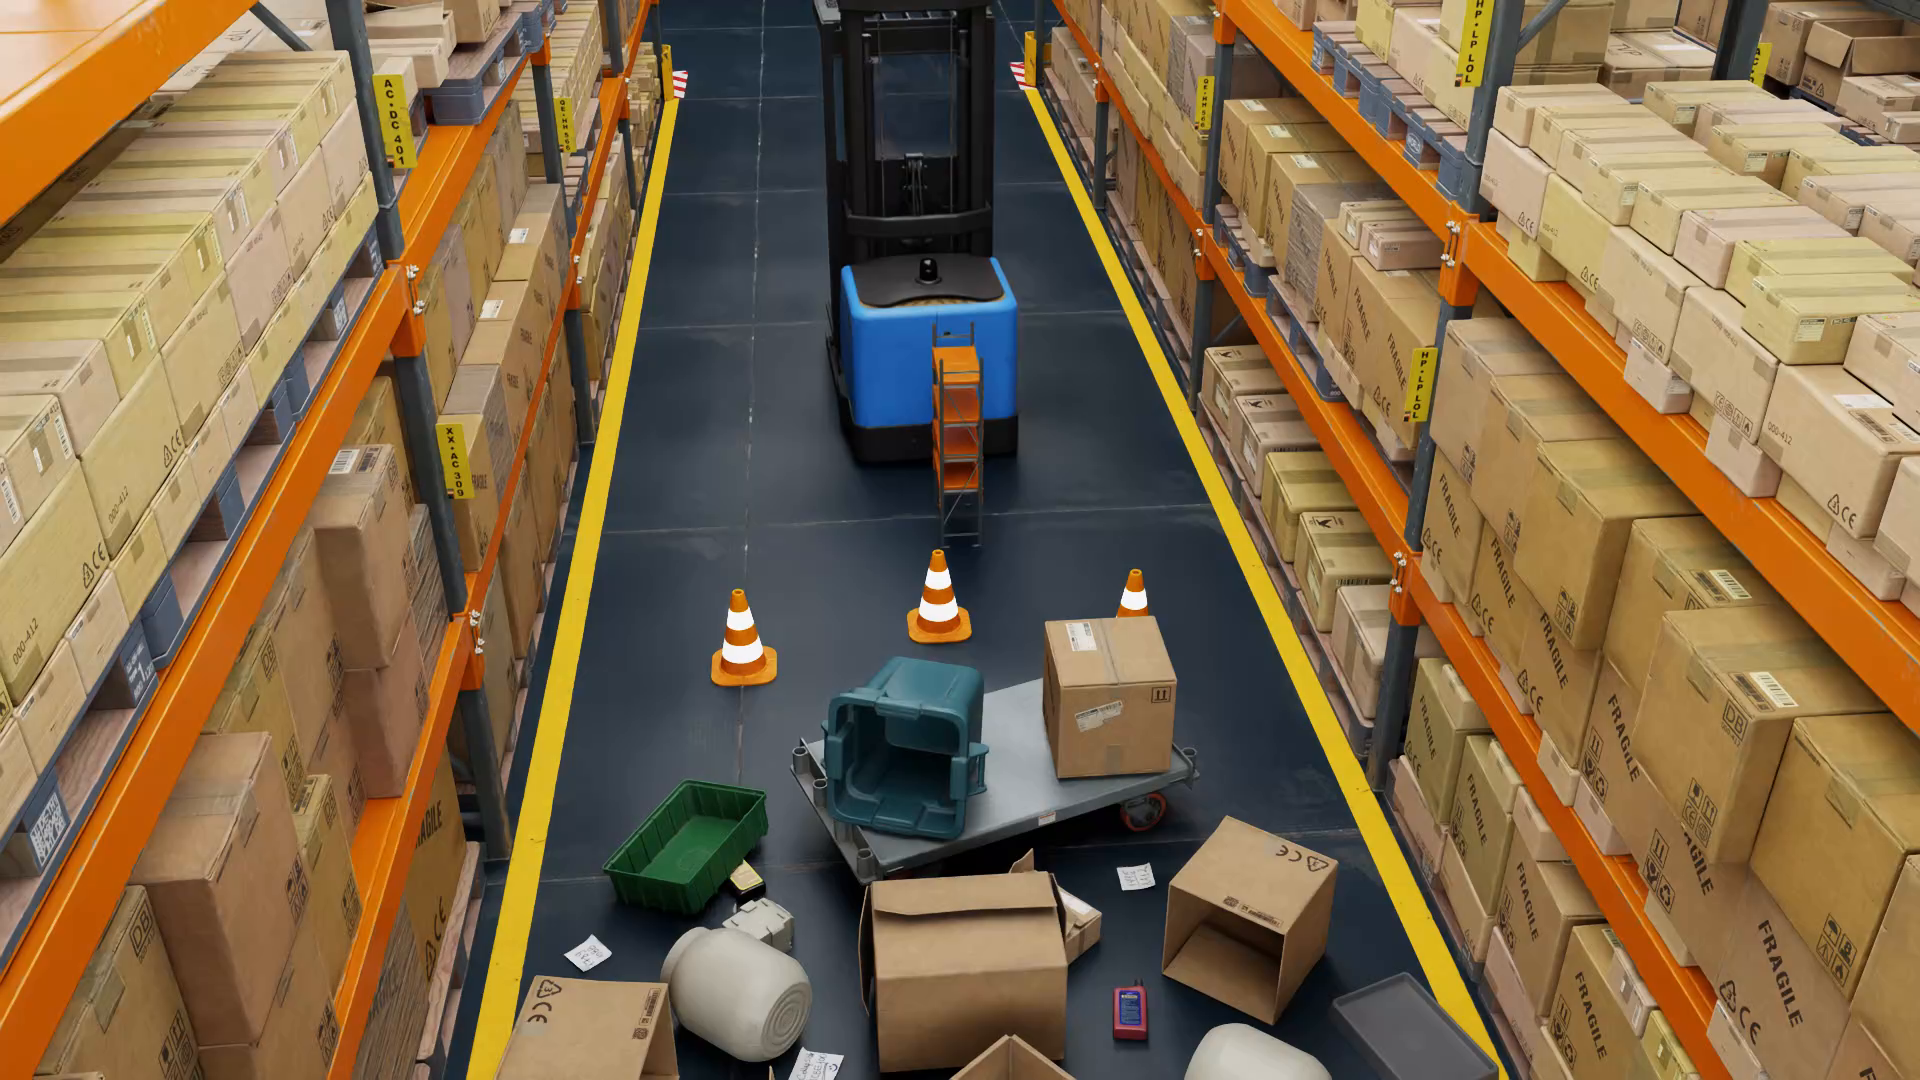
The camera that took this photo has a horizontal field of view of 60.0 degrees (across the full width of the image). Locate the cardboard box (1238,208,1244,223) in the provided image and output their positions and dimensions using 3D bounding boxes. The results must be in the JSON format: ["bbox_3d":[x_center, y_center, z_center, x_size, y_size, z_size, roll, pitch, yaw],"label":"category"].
[{"bbox_3d":[1.885,-1.952,9.929,0.380,0.149,0.250,-5,31,-8],"label":"cardboard box"}]

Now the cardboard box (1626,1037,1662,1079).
[{"bbox_3d":[2.407,1.899,5.186,0.500,0.500,0.500,-2,31,-3],"label":"cardboard box"}]

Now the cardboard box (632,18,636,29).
[{"bbox_3d":[-3.118,-4.677,14.899,0.380,0.149,0.250,-1,31,-2],"label":"cardboard box"}]

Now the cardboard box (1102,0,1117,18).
[{"bbox_3d":[1.428,-4.477,13.247,0.500,0.500,0.500,-2,31,-4],"label":"cardboard box"}]

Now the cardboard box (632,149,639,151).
[{"bbox_3d":[-3.060,-3.372,14.841,0.380,0.149,0.250,-3,31,-5],"label":"cardboard box"}]

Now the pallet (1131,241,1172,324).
[{"bbox_3d":[1.937,-2.031,12.945,1.003,0.211,1.213,-3,31,-5],"label":"pallet"}]

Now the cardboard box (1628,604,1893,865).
[{"bbox_3d":[2.339,0.519,4.593,0.700,0.500,0.500,-3,31,-5],"label":"cardboard box"}]

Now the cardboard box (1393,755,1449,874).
[{"bbox_3d":[2.206,1.156,7.162,0.500,0.250,0.500,-4,31,-7],"label":"cardboard box"}]

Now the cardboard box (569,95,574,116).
[{"bbox_3d":[-2.820,-2.899,11.224,0.380,0.149,0.250,-3,31,-5],"label":"cardboard box"}]

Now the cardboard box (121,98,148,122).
[{"bbox_3d":[-2.803,-1.413,5.226,0.380,0.149,0.250,-2,31,-4],"label":"cardboard box"}]

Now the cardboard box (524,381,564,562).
[{"bbox_3d":[-2.820,-0.365,9.220,1.050,0.750,0.750,-2,31,-4],"label":"cardboard box"}]

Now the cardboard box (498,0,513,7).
[{"bbox_3d":[-2.476,-2.865,8.277,0.500,0.311,0.500,-3,31,-5],"label":"cardboard box"}]

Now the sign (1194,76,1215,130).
[{"bbox_3d":[1.494,-2.670,10.165,0.100,0.325,0.005,-3,31,-5],"label":"sign"}]

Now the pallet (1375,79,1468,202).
[{"bbox_3d":[2.468,-1.686,6.905,1.213,0.211,1.003,-3,31,-5],"label":"pallet"}]

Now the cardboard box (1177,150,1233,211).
[{"bbox_3d":[1.741,-2.382,10.959,0.500,0.250,0.500,-4,31,-6],"label":"cardboard box"}]

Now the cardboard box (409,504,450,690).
[{"bbox_3d":[-2.452,0.254,6.254,0.875,0.550,0.550,-3,31,-5],"label":"cardboard box"}]

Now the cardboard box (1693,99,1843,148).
[{"bbox_3d":[2.768,-1.400,5.711,0.380,0.149,0.250,-3,31,-6],"label":"cardboard box"}]

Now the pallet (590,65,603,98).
[{"bbox_3d":[-3.320,-3.475,12.829,1.003,0.211,1.213,-3,31,-5],"label":"pallet"}]

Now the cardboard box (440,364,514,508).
[{"bbox_3d":[-2.328,-0.452,7.484,0.500,0.500,0.500,-3,31,-4],"label":"cardboard box"}]

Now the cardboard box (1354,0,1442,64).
[{"bbox_3d":[2.132,-2.372,7.608,0.500,0.250,0.500,-2,31,-4],"label":"cardboard box"}]

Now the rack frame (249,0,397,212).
[{"bbox_3d":[-2.499,-2.445,5.068,1.000,3.000,0.127,-3,31,-5],"label":"rack frame"}]

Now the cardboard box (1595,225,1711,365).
[{"bbox_3d":[2.280,-0.753,5.016,0.500,0.250,0.500,-2,31,-4],"label":"cardboard box"}]

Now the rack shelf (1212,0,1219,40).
[{"bbox_3d":[1.859,-4.201,11.634,1.077,0.370,4.000,-3,31,-5],"label":"rack shelf"}]

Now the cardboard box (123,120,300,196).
[{"bbox_3d":[-2.078,-1.059,4.633,0.380,0.149,0.250,-2,31,-4],"label":"cardboard box"}]

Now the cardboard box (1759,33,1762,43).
[{"bbox_3d":[6.362,-3.878,13.038,0.396,0.266,0.258,-1,31,-2],"label":"cardboard box"}]

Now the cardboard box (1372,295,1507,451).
[{"bbox_3d":[2.148,-0.734,7.257,0.500,0.500,0.500,-3,31,-6],"label":"cardboard box"}]

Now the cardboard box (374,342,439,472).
[{"bbox_3d":[-2.551,-0.595,6.749,0.700,0.500,0.500,-3,31,-5],"label":"cardboard box"}]

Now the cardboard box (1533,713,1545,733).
[{"bbox_3d":[2.305,0.649,5.984,0.380,0.149,0.250,-3,31,-5],"label":"cardboard box"}]

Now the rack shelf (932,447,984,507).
[{"bbox_3d":[-0.015,-0.371,9.720,0.258,0.148,0.480,-3,31,-5],"label":"rack shelf"}]

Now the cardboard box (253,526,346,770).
[{"bbox_3d":[-2.418,0.350,5.040,0.875,0.550,0.550,-3,31,-5],"label":"cardboard box"}]

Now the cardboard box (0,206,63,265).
[{"bbox_3d":[-2.636,-0.666,4.364,0.500,0.250,0.500,-3,31,-5],"label":"cardboard box"}]

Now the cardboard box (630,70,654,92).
[{"bbox_3d":[-3.160,-4.423,16.020,0.380,0.149,0.250,-2,31,-3],"label":"cardboard box"}]

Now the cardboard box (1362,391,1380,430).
[{"bbox_3d":[2.090,-0.616,7.692,0.380,0.149,0.250,-4,31,-6],"label":"cardboard box"}]

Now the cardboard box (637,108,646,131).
[{"bbox_3d":[-3.118,-3.898,15.431,0.380,0.149,0.250,-3,31,-5],"label":"cardboard box"}]

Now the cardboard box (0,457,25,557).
[{"bbox_3d":[-1.886,-0.017,2.889,0.380,0.149,0.250,-3,31,-5],"label":"cardboard box"}]

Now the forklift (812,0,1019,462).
[{"bbox_3d":[-0.361,-2.486,11.053,1.130,2.935,3.031,-4,31,-7],"label":"forklift"}]

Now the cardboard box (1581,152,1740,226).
[{"bbox_3d":[2.192,-1.102,5.213,0.380,0.149,0.250,-3,31,-5],"label":"cardboard box"}]

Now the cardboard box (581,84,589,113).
[{"bbox_3d":[-2.887,-3.168,11.965,0.380,0.149,0.250,-1,31,-2],"label":"cardboard box"}]

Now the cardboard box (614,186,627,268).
[{"bbox_3d":[-2.879,-2.434,12.927,0.500,0.500,0.500,-3,31,-6],"label":"cardboard box"}]

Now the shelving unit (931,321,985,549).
[{"bbox_3d":[-0.015,-0.600,9.584,0.258,1.200,0.503,-3,31,-5],"label":"shelving unit"}]

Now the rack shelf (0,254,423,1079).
[{"bbox_3d":[-2.312,0.172,4.313,1.077,0.370,4.000,-3,31,-5],"label":"rack shelf"}]

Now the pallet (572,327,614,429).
[{"bbox_3d":[-2.944,-1.114,11.409,1.003,0.211,1.213,-3,31,-5],"label":"pallet"}]

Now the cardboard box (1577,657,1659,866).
[{"bbox_3d":[2.355,0.678,5.302,0.500,0.500,0.500,-2,31,-4],"label":"cardboard box"}]

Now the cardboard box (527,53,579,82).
[{"bbox_3d":[-2.867,-3.284,11.577,0.380,0.149,0.250,-3,31,-5],"label":"cardboard box"}]

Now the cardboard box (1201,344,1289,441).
[{"bbox_3d":[2.089,-0.964,10.592,0.950,0.372,0.625,-5,31,-8],"label":"cardboard box"}]

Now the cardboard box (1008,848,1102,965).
[{"bbox_3d":[0.359,1.534,6.923,0.396,0.266,0.258,27,40,37],"label":"cardboard box"}]

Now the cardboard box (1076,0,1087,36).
[{"bbox_3d":[1.321,-4.773,14.718,0.500,0.500,0.500,-3,31,-6],"label":"cardboard box"}]

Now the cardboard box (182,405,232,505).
[{"bbox_3d":[-1.980,-0.195,3.965,0.380,0.149,0.250,-2,31,-4],"label":"cardboard box"}]

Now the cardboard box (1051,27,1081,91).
[{"bbox_3d":[1.460,-5.033,17.341,0.875,0.438,0.875,-4,31,-6],"label":"cardboard box"}]

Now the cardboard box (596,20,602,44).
[{"bbox_3d":[-3.013,-3.961,13.001,0.380,0.149,0.250,-2,31,-3],"label":"cardboard box"}]

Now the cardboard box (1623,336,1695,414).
[{"bbox_3d":[2.238,-0.505,4.990,0.380,0.149,0.250,-3,31,-6],"label":"cardboard box"}]

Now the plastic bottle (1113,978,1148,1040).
[{"bbox_3d":[0.673,1.852,6.590,0.133,0.061,0.283,2,31,4],"label":"plastic bottle"}]

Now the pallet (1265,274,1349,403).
[{"bbox_3d":[2.272,-1.110,8.870,1.003,0.211,1.213,-3,31,-5],"label":"pallet"}]

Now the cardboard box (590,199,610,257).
[{"bbox_3d":[-2.777,-2.217,11.833,0.500,0.250,0.500,-3,31,-4],"label":"cardboard box"}]

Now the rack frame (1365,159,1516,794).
[{"bbox_3d":[2.420,-0.159,7.090,1.000,3.000,0.127,-3,31,-5],"label":"rack frame"}]
